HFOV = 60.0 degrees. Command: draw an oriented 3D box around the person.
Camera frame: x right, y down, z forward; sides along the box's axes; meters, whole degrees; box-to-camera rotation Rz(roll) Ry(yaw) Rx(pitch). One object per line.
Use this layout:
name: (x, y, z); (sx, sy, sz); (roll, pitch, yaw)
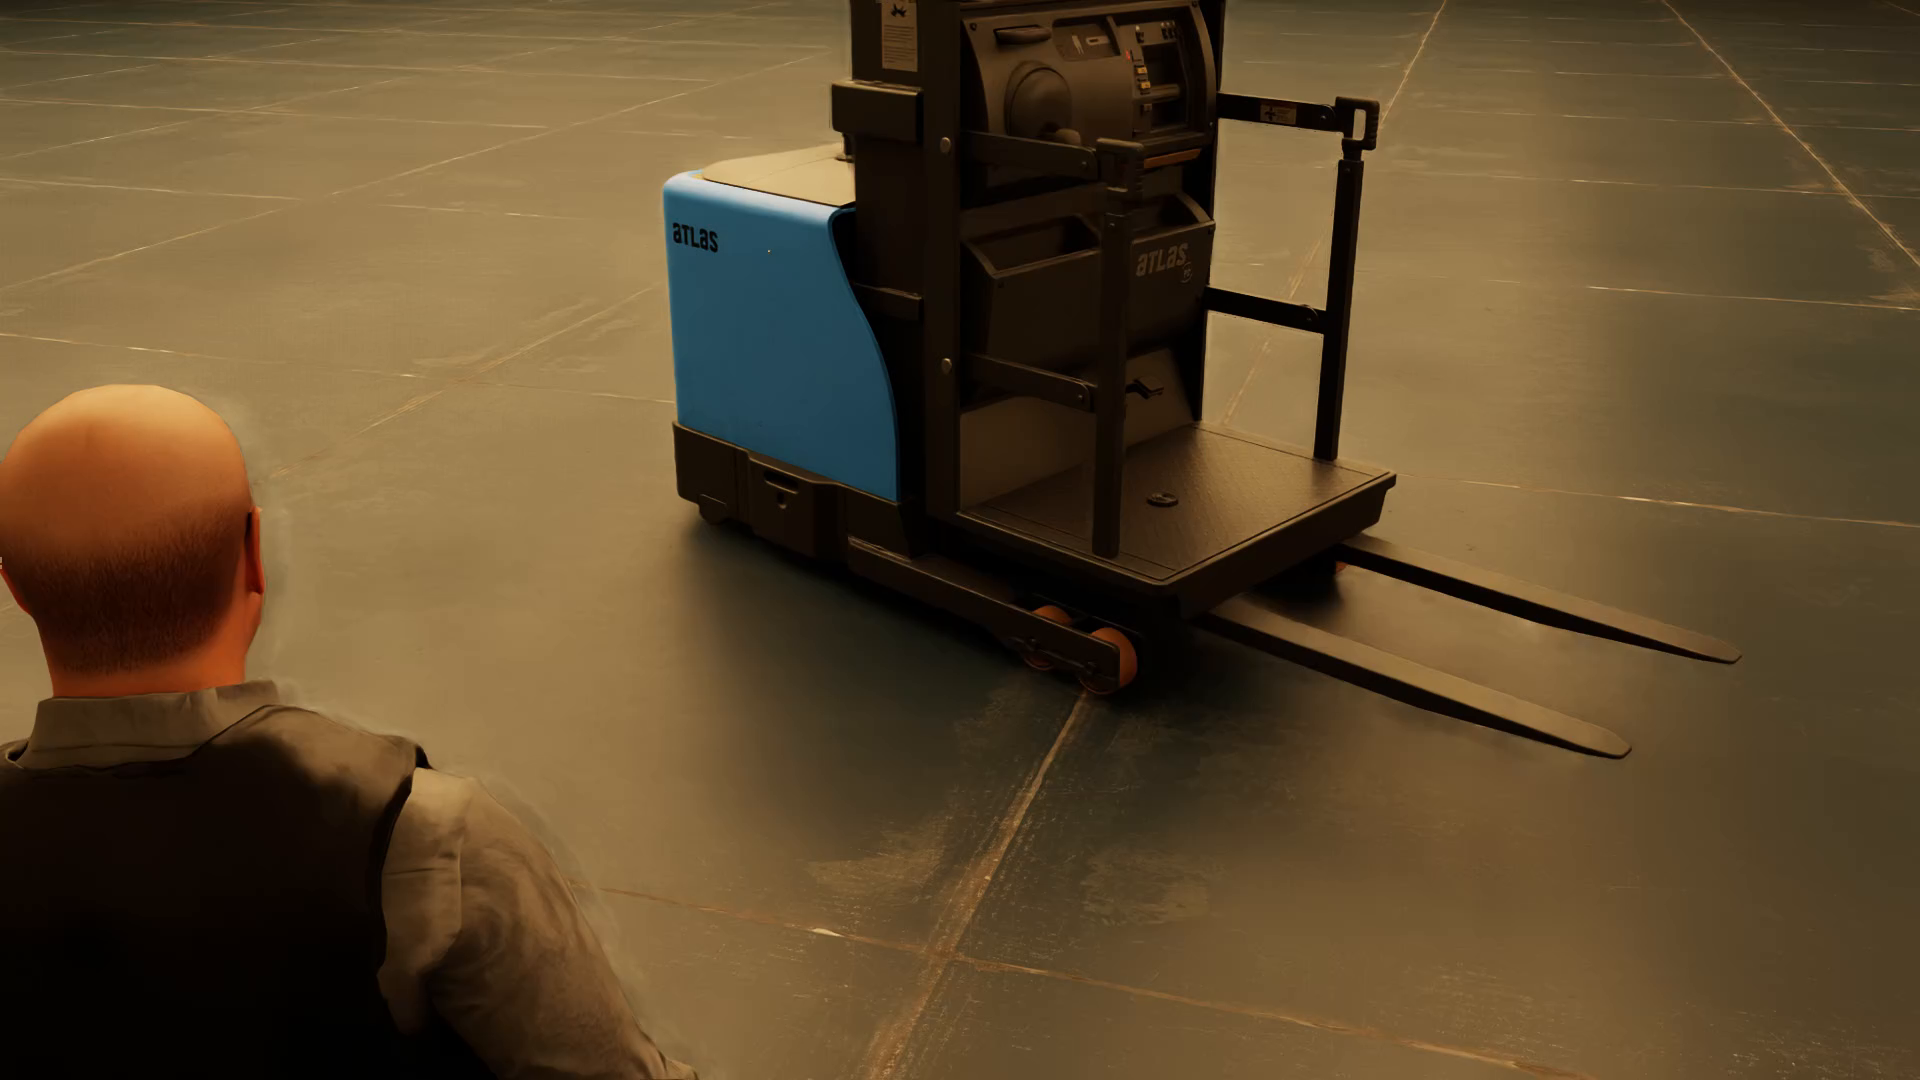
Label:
person: (-0.546, 0.627, 1.520); (0.915, 1.613, 0.594); (3, 23, 7)

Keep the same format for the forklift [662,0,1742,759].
forklift: (0.507, -1.190, 4.161); (3.031, 2.935, 1.130); (20, 30, 40)
